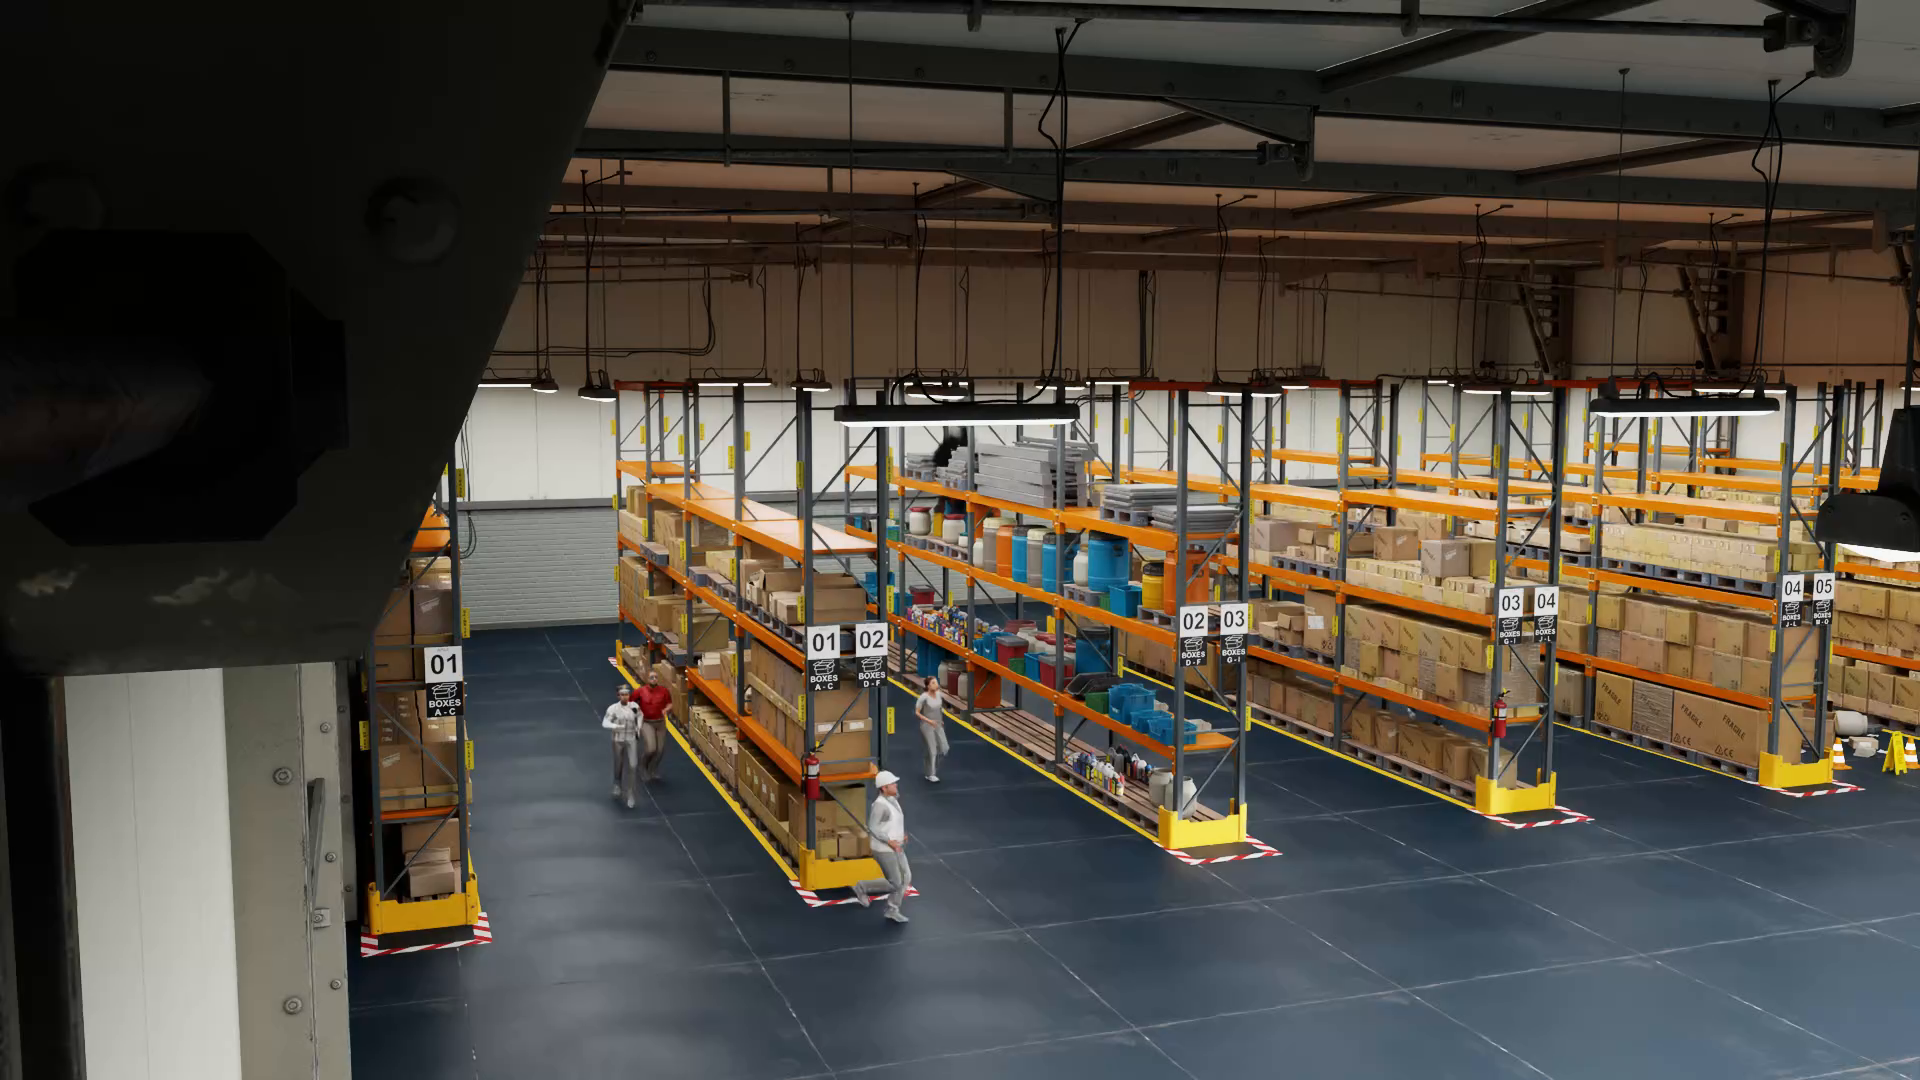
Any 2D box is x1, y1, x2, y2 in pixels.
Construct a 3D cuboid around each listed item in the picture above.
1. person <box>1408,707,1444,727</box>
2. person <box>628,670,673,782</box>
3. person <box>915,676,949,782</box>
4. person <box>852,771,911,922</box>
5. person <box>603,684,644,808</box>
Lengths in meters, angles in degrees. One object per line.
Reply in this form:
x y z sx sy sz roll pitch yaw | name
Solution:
8.214 2.494 28.866 0.575 1.576 0.883 -4 7 -30 | person
-4.638 2.824 25.158 0.645 1.708 0.659 -3 7 -30 | person
-0.429 2.857 25.200 0.567 1.631 0.553 -4 8 -36 | person
-0.885 3.489 18.966 0.650 1.749 0.671 2 6 15 | person
-4.853 2.929 24.038 0.610 1.731 0.819 -2 6 -16 | person
